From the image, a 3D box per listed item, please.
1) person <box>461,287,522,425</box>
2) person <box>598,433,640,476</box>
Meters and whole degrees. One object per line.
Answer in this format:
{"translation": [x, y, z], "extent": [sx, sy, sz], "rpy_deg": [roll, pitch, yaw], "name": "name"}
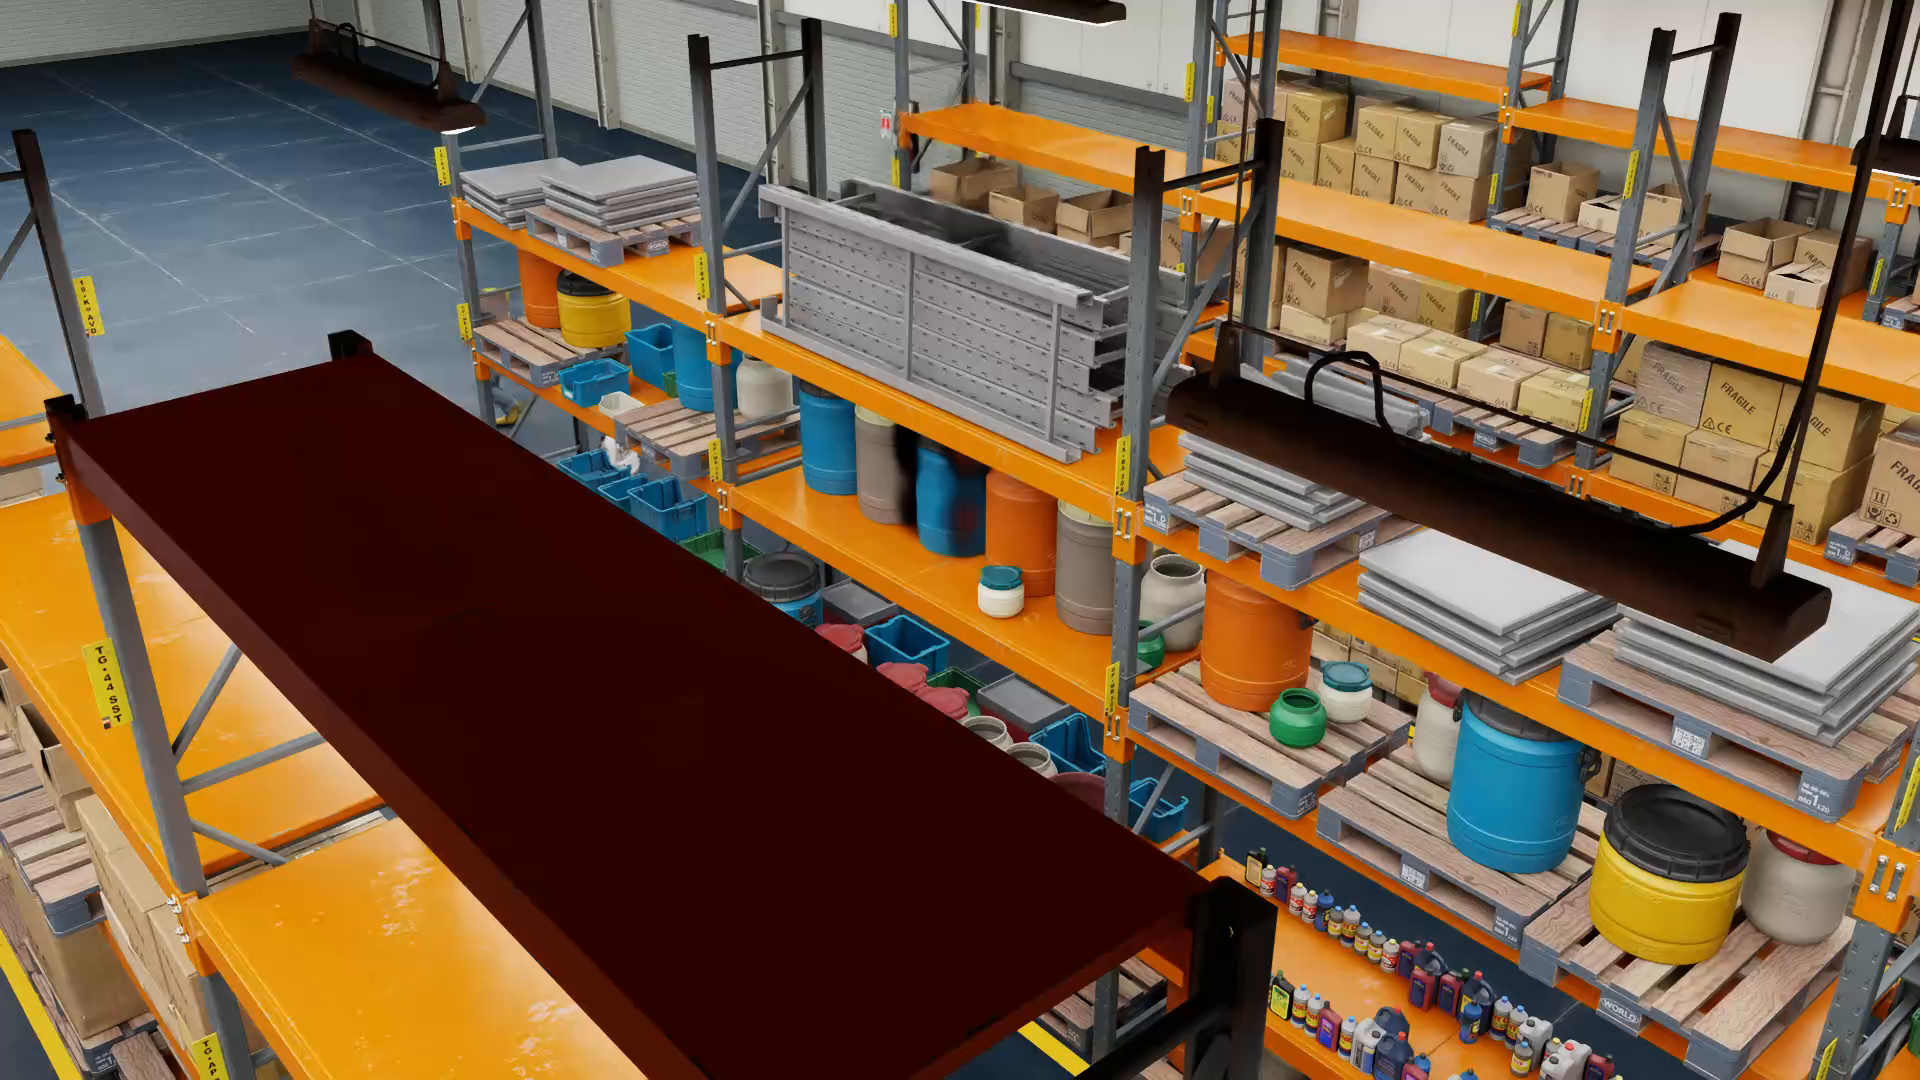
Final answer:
{"translation": [-5.636, -2.183, 19.944], "extent": [0.582, 1.721, 0.688], "rpy_deg": [-11, 29, -21], "name": "person"}
{"translation": [-3.499, -0.725, 17.210], "extent": [0.516, 1.620, 0.650], "rpy_deg": [9, 28, 18], "name": "person"}
